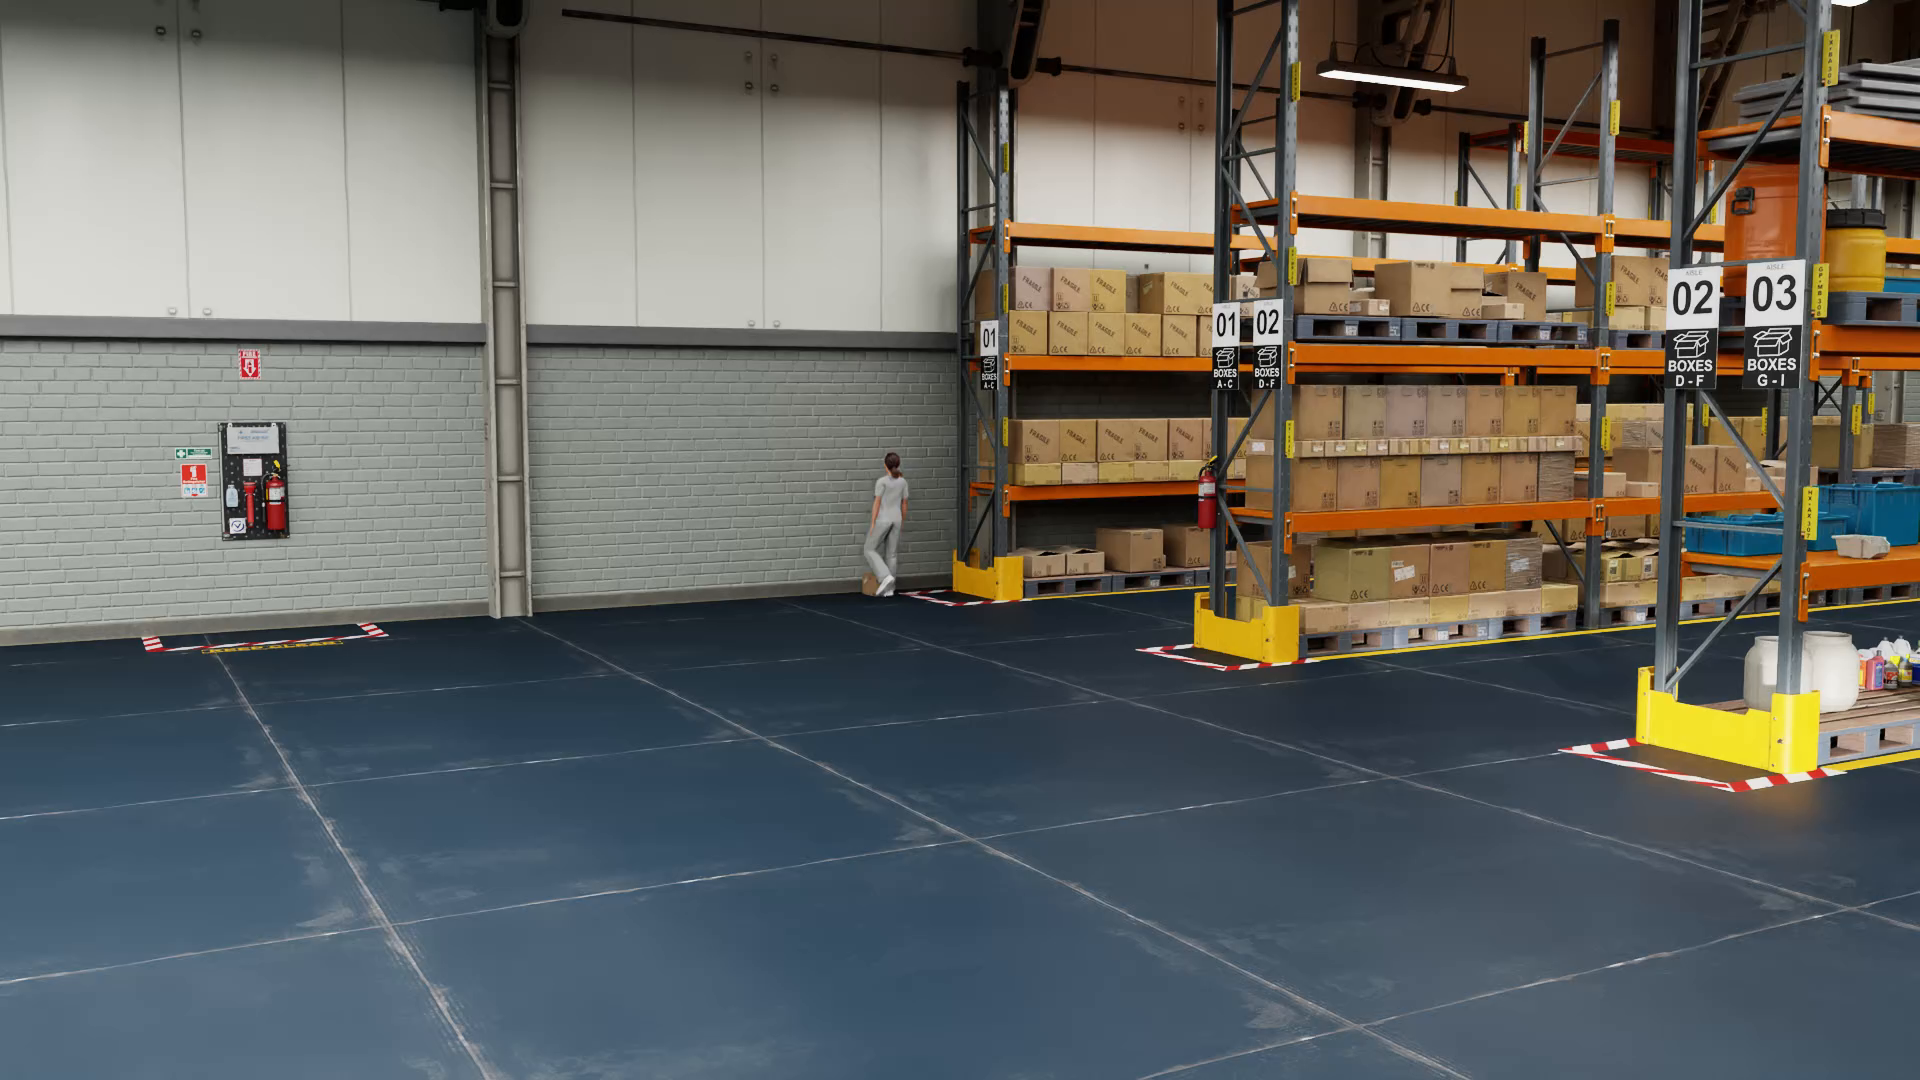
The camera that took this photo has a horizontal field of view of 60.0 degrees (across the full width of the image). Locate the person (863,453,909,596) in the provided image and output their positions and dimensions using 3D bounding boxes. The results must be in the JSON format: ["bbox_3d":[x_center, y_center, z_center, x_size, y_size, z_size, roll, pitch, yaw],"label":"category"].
[{"bbox_3d":[-0.845,-0.176,19.186,0.479,1.669,0.572,-3,6,-34],"label":"person"}]
